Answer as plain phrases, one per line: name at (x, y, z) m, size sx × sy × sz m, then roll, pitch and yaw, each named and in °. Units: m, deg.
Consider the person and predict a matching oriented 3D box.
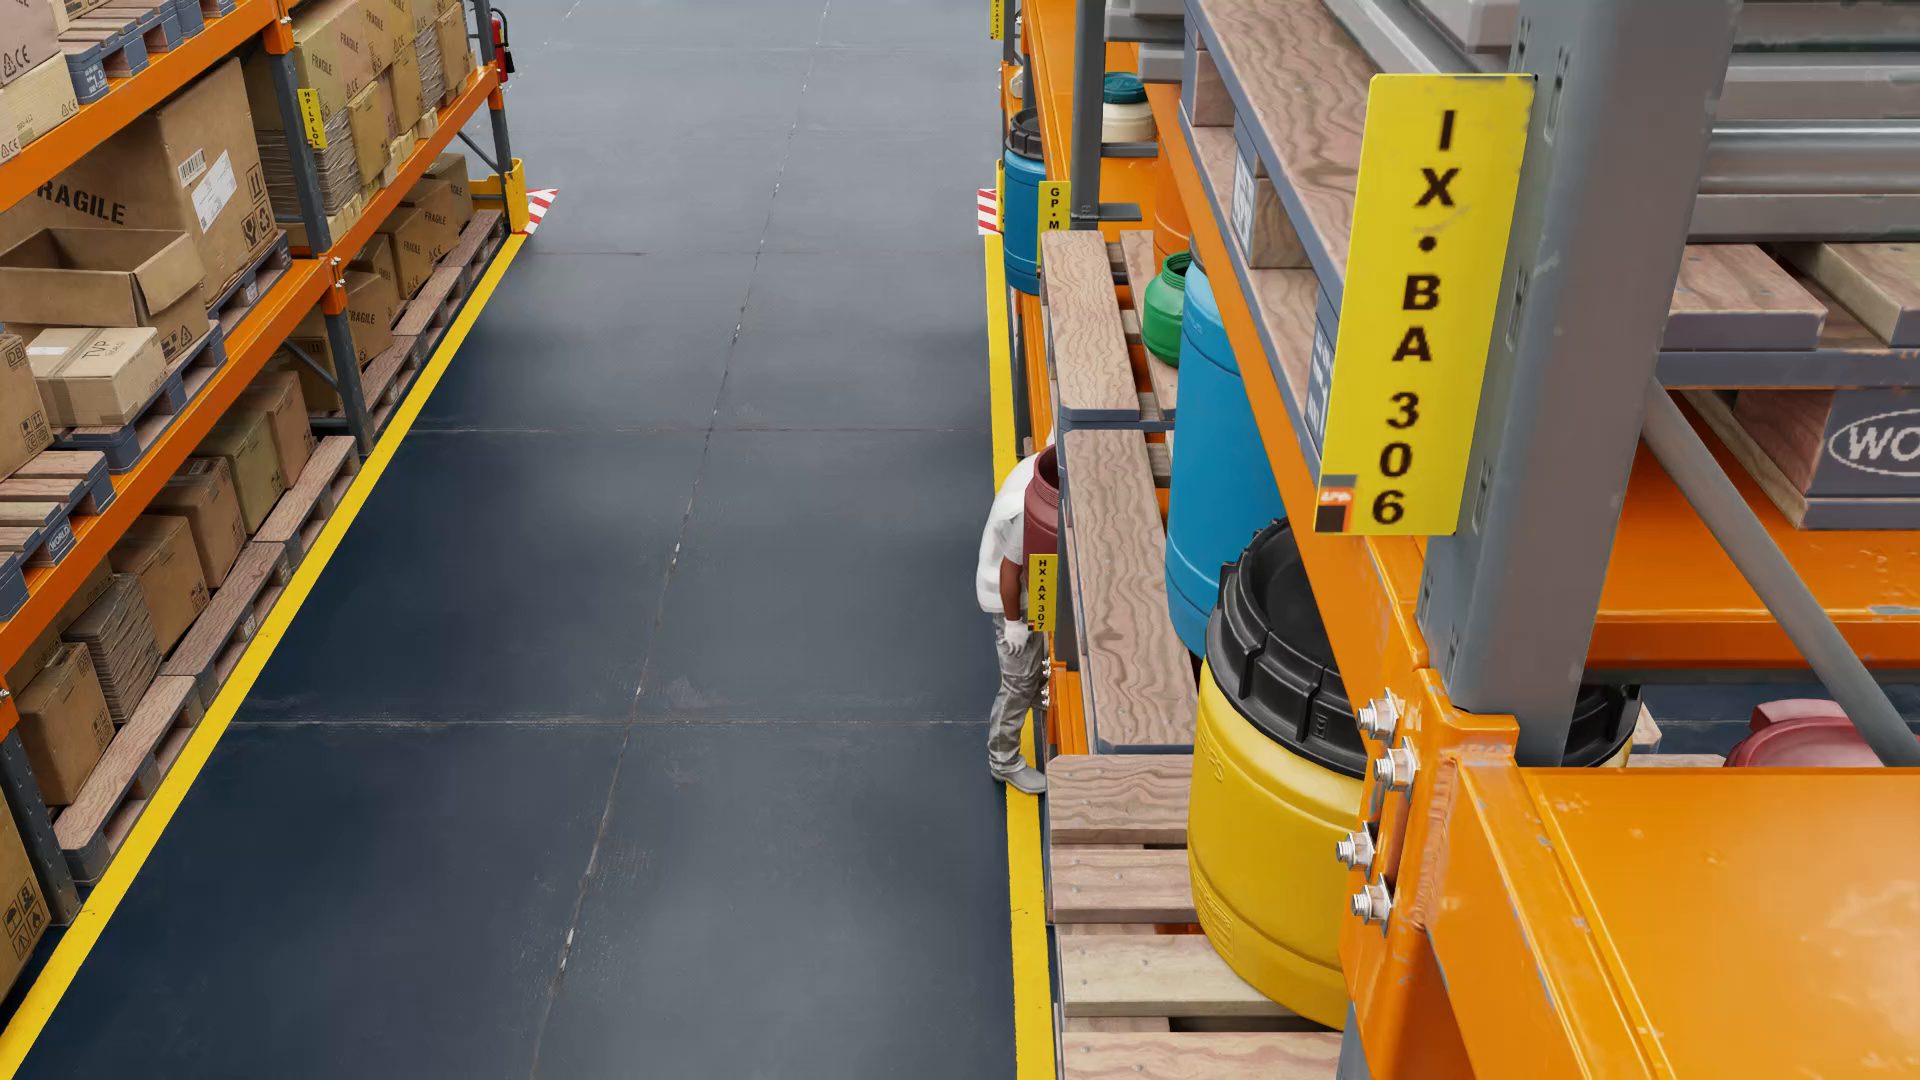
person at (0.353, 0.249, 7.235) m, size 0.541 × 1.751 × 0.633 m, roll 8°, pitch 32°, yaw 12°
